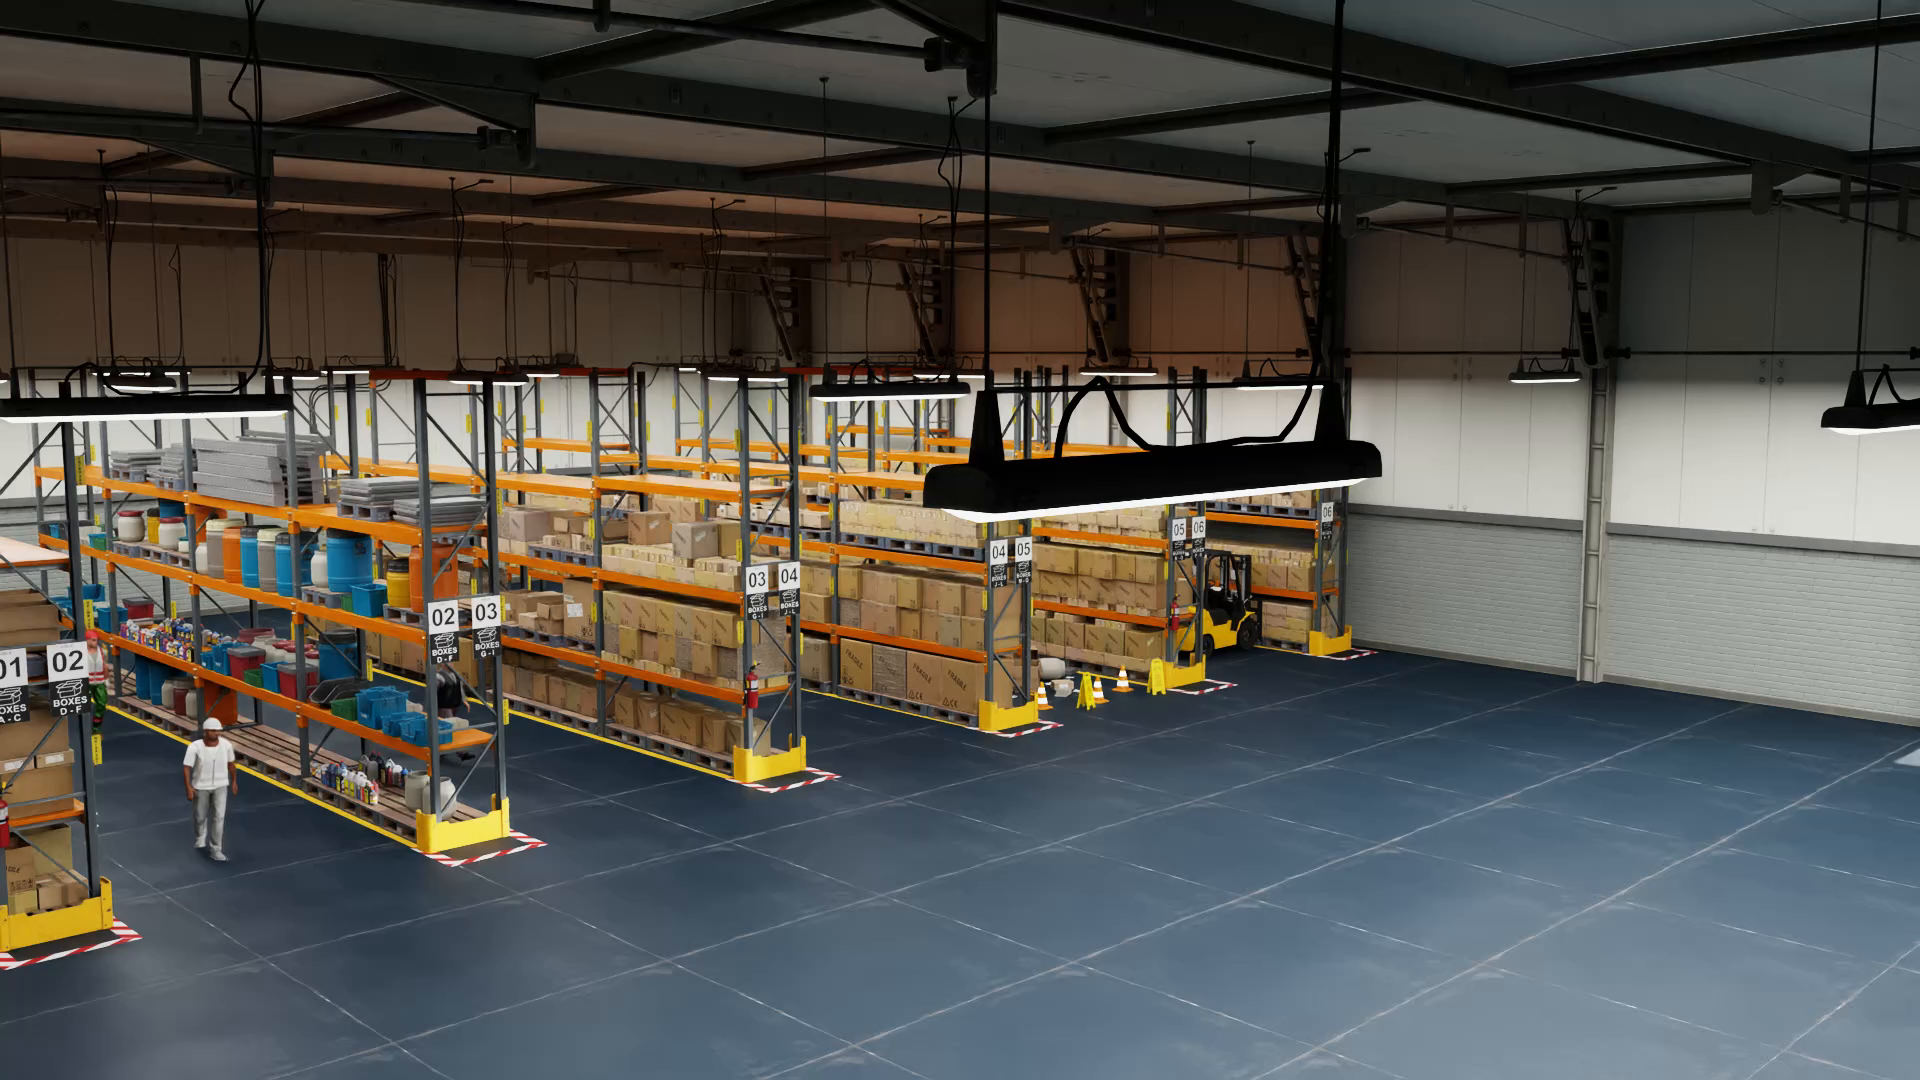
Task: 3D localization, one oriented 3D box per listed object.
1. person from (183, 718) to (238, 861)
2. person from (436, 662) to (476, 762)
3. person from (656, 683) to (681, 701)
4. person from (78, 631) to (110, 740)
[{"bbox_3d":[-9.424,3.112,20.964,0.677,1.738,0.846,-5,8,-40],"label":"person"},{"bbox_3d":[-7.854,2.579,25.716,1.069,1.660,0.567,2,7,16],"label":"person"},{"bbox_3d":[-5.268,2.119,29.503,0.628,1.769,0.571,-4,8,-32],"label":"person"},{"bbox_3d":[-14.283,2.395,27.375,0.683,1.821,0.645,5,8,38],"label":"person"}]
